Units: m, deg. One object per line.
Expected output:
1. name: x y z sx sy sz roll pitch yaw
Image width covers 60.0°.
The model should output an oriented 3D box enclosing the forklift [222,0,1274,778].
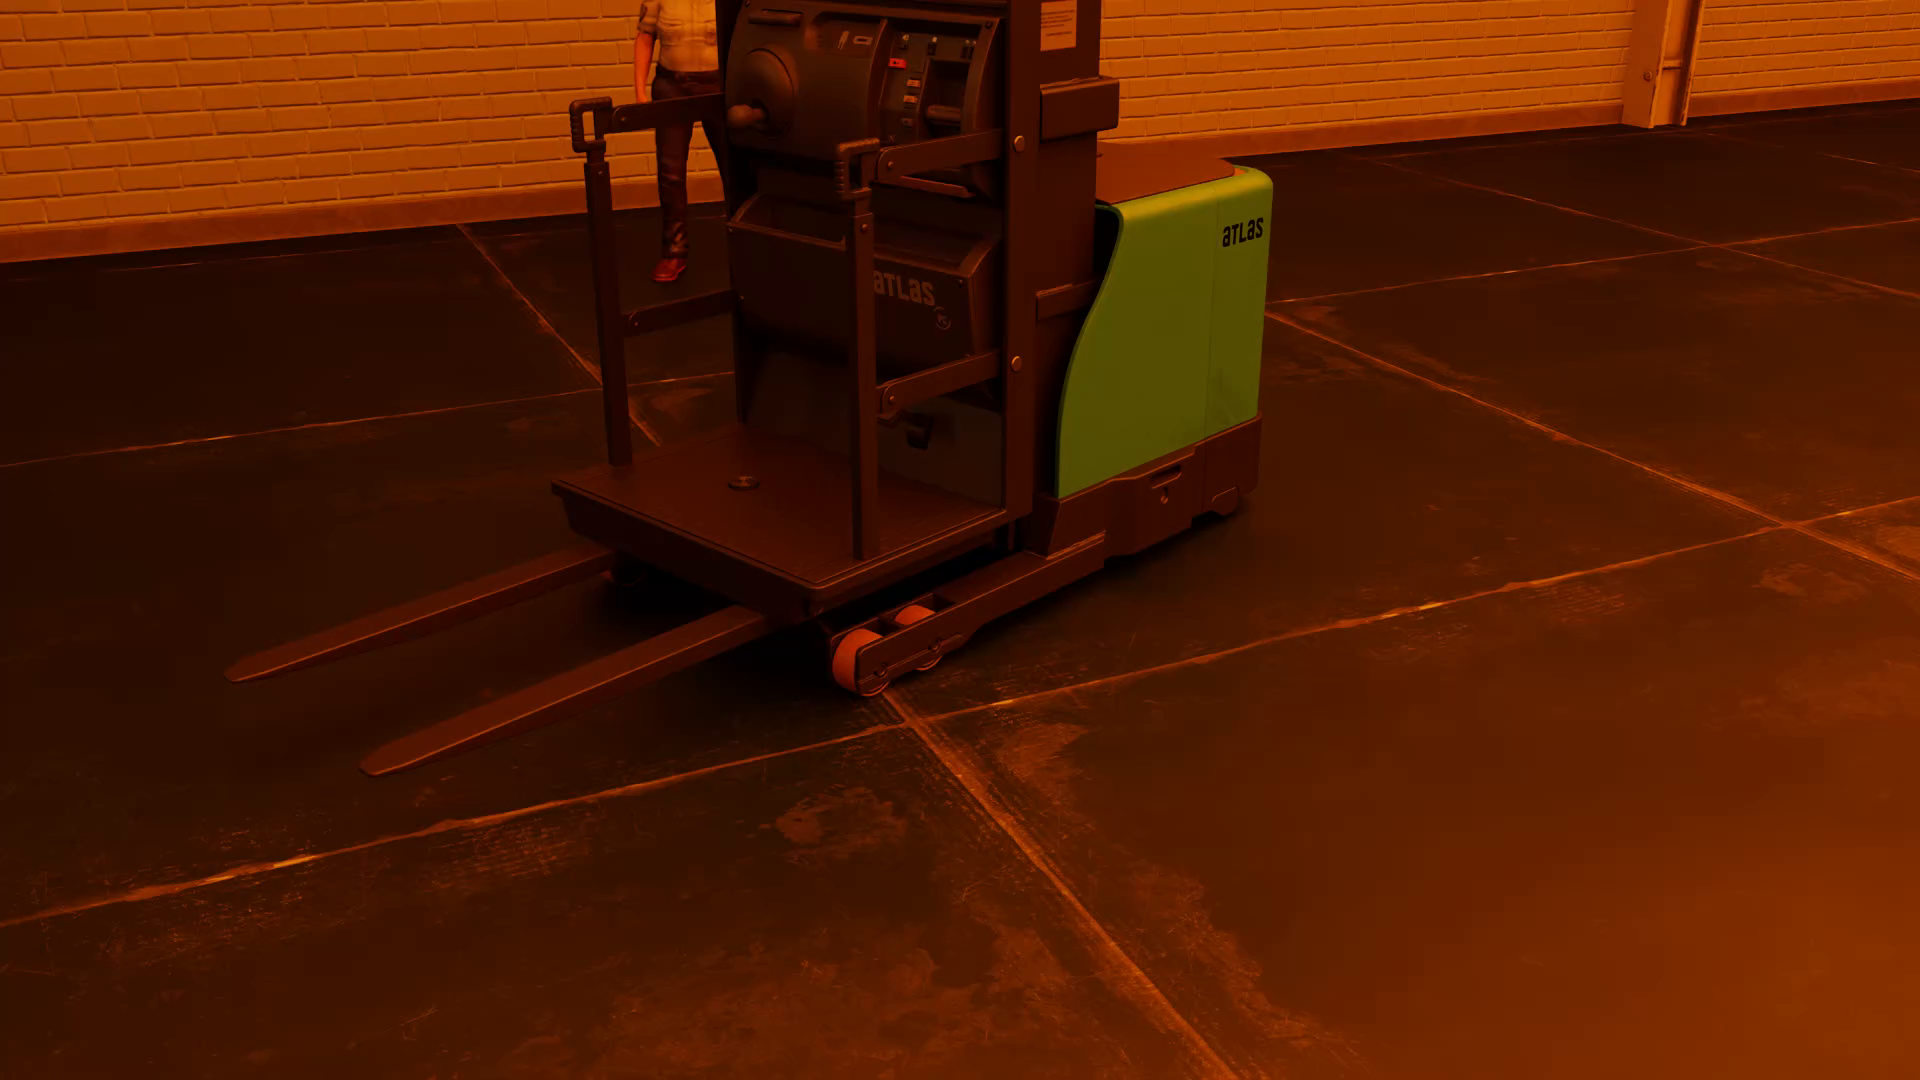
1. forklift: -0.413 -1.182 4.131 1.130 2.935 3.031 19 29 39

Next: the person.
1. person: -1.251 -2.119 8.065 0.630 1.656 0.431 -5 23 -13
